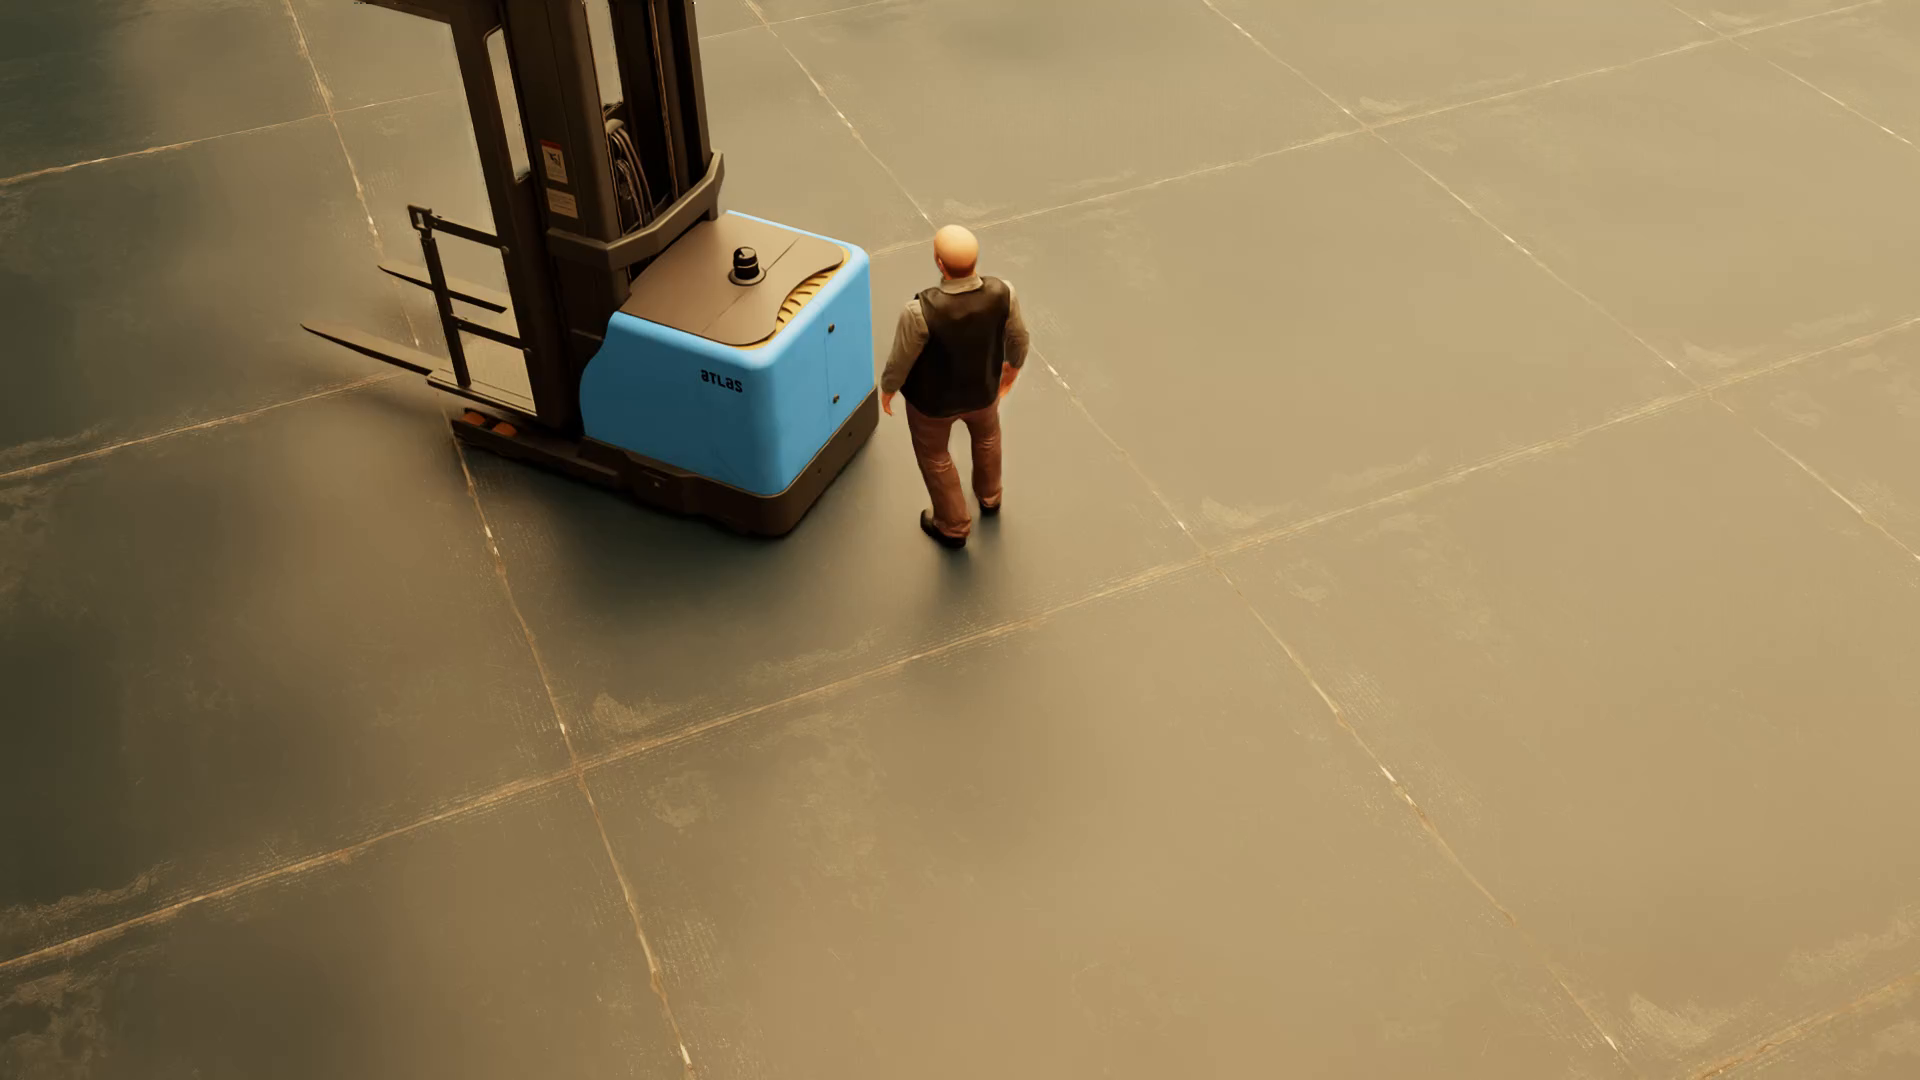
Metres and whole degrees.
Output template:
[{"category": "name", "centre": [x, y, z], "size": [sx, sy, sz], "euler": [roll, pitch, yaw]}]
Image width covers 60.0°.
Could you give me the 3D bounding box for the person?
[{"category": "person", "centre": [-0.043, -0.706, 7.353], "size": [0.662, 1.709, 0.561], "euler": [-15, 45, -15]}]

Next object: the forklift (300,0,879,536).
[{"category": "forklift", "centre": [-1.960, -1.790, 7.599], "size": [3.031, 2.935, 1.130], "euler": [19, 46, 19]}]
